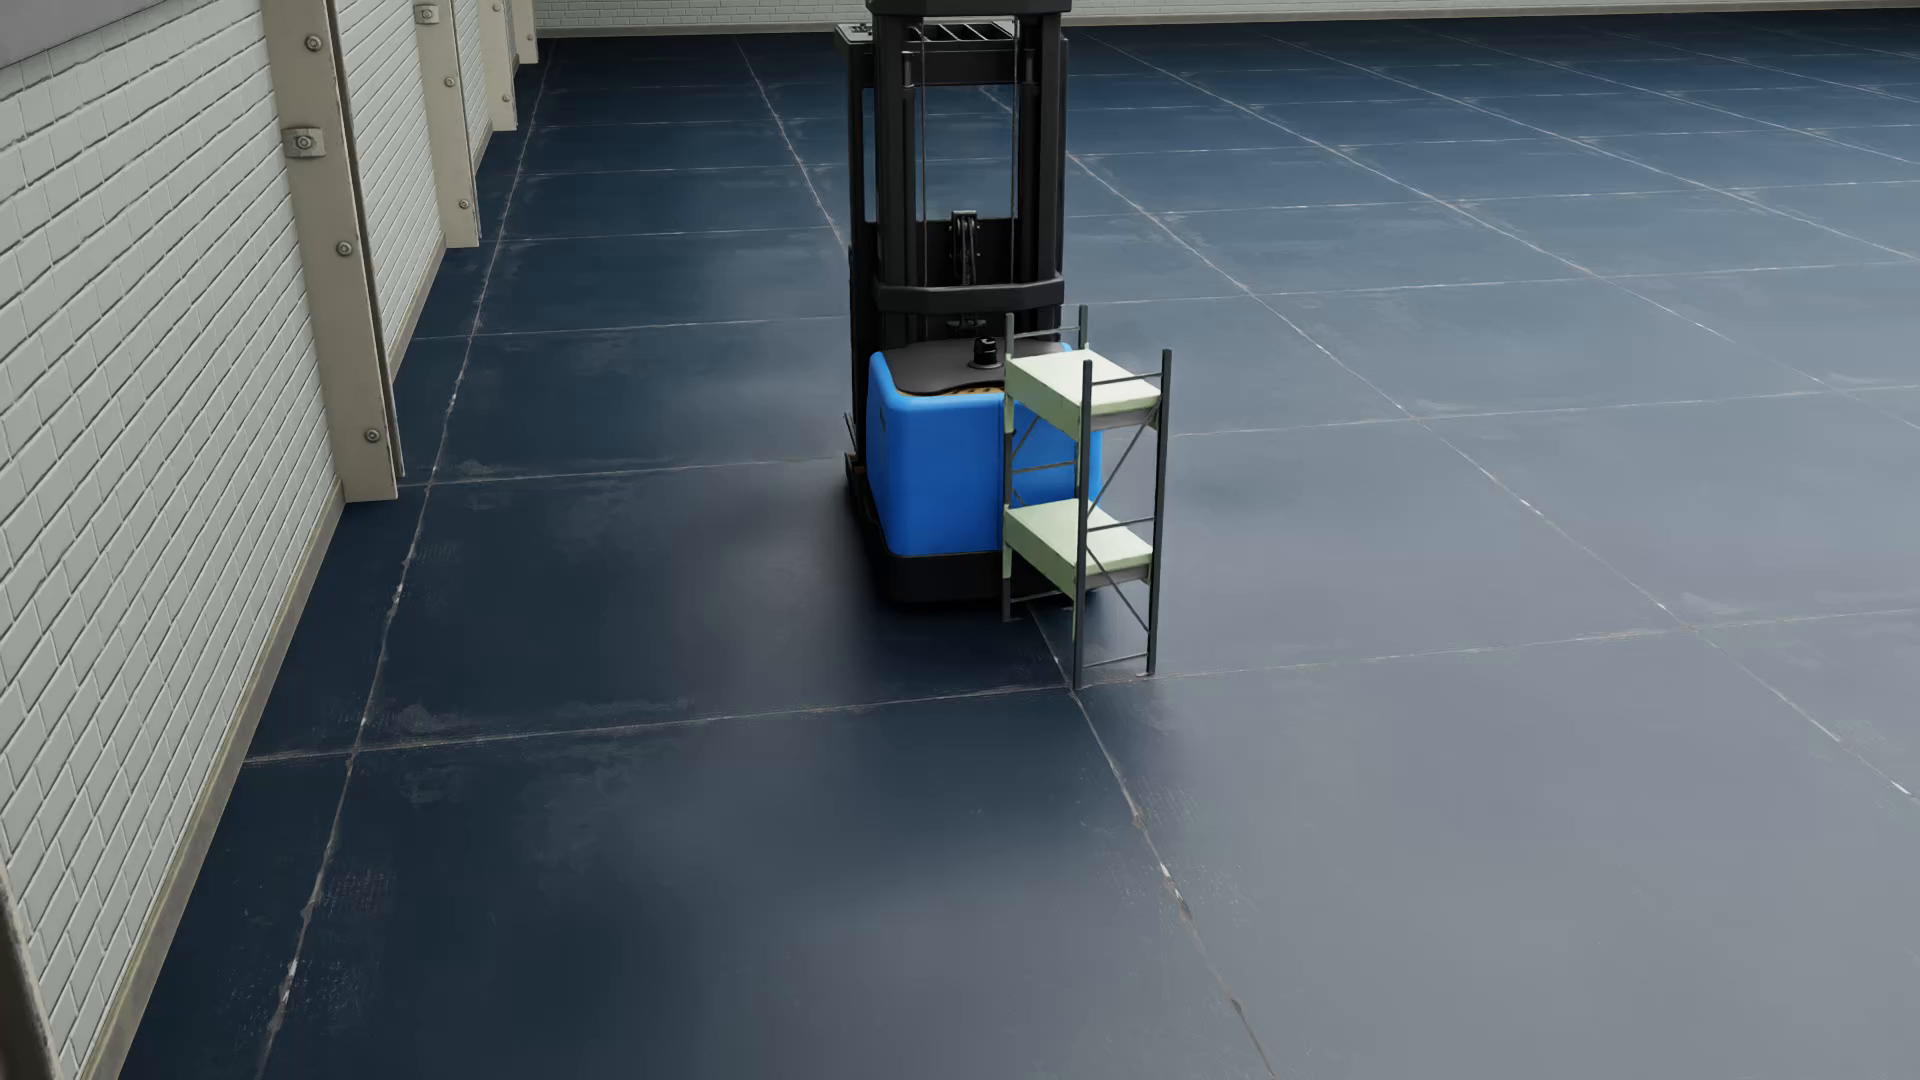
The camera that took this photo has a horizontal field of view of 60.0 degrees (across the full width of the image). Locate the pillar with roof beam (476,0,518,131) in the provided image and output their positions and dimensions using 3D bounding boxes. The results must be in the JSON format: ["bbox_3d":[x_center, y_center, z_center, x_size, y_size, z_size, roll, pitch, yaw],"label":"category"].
[{"bbox_3d":[-1.318,-9.457,19.160,9.100,9.000,0.400,-4,24,-10],"label":"pillar with roof beam"}]

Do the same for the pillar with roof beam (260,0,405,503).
[{"bbox_3d":[0.901,-4.737,8.353,9.100,9.000,0.400,-4,24,-10],"label":"pillar with roof beam"}]

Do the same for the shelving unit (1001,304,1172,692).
[{"bbox_3d":[0.531,-0.196,7.324,0.431,1.500,0.755,-10,26,-22],"label":"shelving unit"}]

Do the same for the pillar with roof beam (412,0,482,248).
[{"bbox_3d":[-0.208,-7.097,13.757,9.100,9.000,0.400,-4,24,-10],"label":"pillar with roof beam"}]

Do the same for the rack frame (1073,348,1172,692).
[{"bbox_3d":[0.679,-0.062,7.018,0.400,1.500,0.023,-10,26,-22],"label":"rack frame"}]

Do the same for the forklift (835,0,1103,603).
[{"bbox_3d":[-0.051,-1.603,8.758,1.130,2.935,3.031,-4,24,-8],"label":"forklift"}]

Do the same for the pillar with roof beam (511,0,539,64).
[{"bbox_3d":[-2.427,-11.817,24.564,9.100,9.000,0.400,-4,24,-10],"label":"pillar with roof beam"}]

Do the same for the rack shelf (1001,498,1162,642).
[{"bbox_3d":[0.531,0.103,7.455,0.431,0.370,0.720,-10,26,-22],"label":"rack shelf"}]

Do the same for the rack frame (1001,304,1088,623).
[{"bbox_3d":[0.383,-0.330,7.631,0.400,1.500,0.023,-10,26,-22],"label":"rack frame"}]

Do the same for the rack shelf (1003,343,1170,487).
[{"bbox_3d":[0.531,-0.553,7.168,0.431,0.370,0.720,-10,26,-22],"label":"rack shelf"}]
